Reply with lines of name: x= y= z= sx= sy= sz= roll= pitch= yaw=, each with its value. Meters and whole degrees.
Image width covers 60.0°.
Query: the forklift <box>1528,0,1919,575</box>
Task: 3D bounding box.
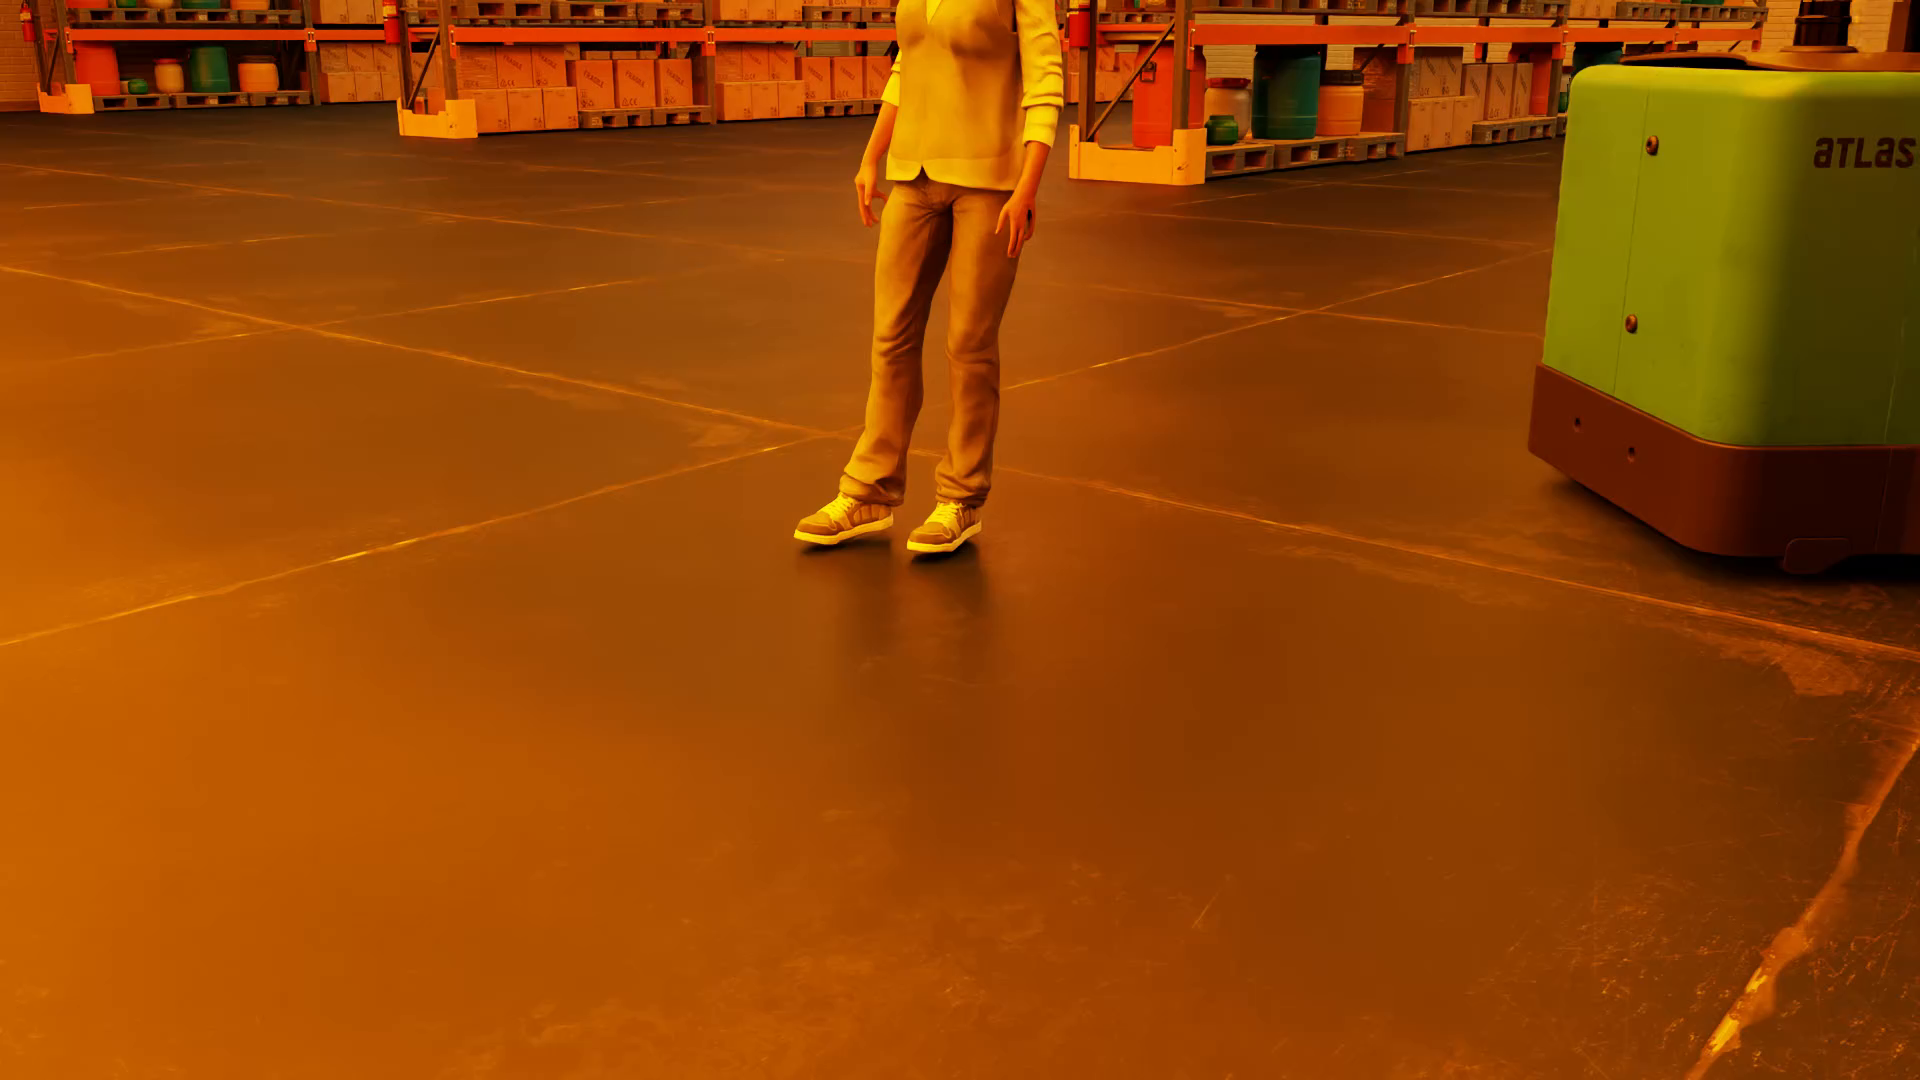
forklift: x=3.069 y=-1.474 z=3.752 sx=3.031 sy=2.935 sz=1.130 roll=-1 pitch=17 yaw=-4

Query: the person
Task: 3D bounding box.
person: x=-0.057 y=-0.757 z=3.662 sx=0.521 sy=1.596 sz=0.475 roll=13 pitch=21 yaw=37
